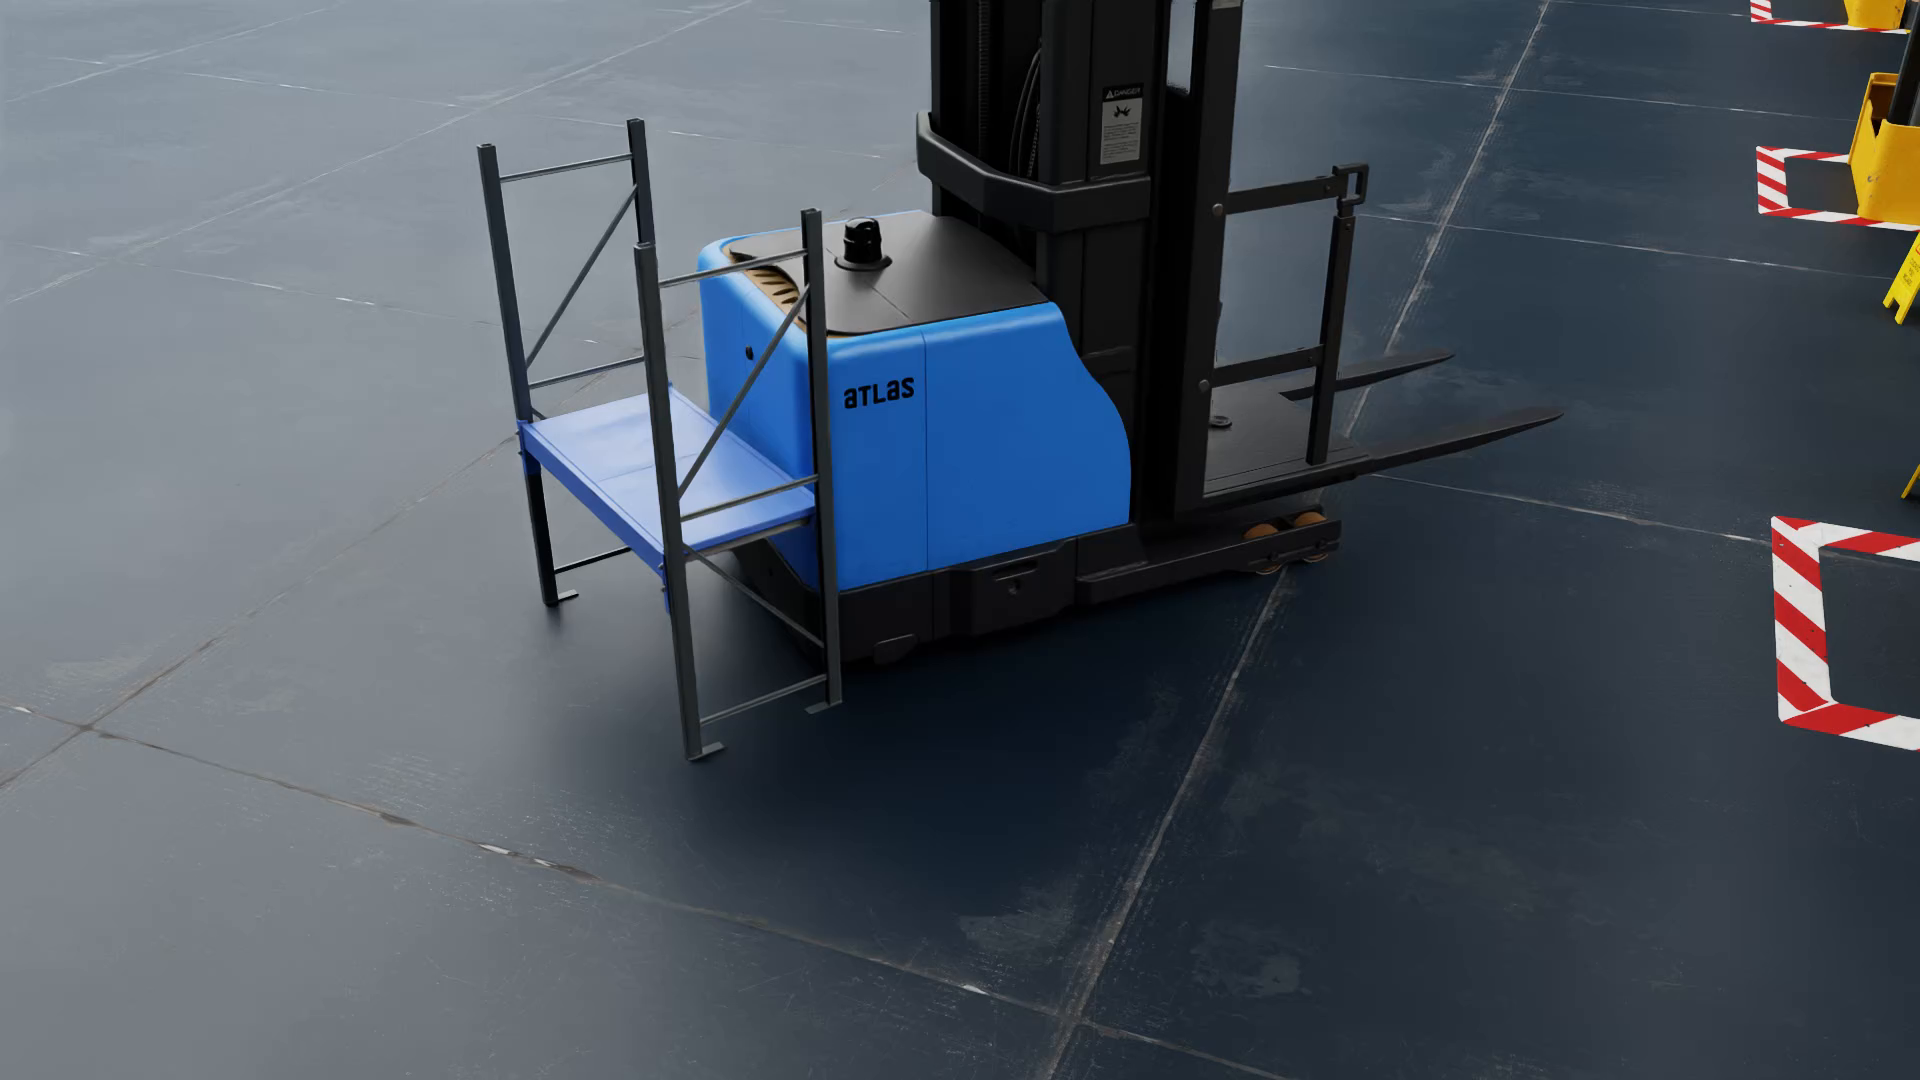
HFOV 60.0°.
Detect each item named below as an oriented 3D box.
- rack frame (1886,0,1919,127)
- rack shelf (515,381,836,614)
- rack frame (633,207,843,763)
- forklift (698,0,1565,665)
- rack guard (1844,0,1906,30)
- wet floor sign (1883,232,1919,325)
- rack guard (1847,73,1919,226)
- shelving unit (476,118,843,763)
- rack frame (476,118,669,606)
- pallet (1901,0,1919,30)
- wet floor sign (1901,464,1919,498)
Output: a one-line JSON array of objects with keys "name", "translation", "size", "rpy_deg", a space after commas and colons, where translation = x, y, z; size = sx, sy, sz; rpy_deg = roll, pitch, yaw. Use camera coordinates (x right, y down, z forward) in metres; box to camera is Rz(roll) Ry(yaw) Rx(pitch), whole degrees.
[{"name": "rack frame", "translation": [5.122, -3.222, 8.401], "size": [0.127, 3.000, 1.000], "rpy_deg": [11, 31, 19]}, {"name": "rack shelf", "translation": [-0.851, -0.156, 4.867], "size": [0.538, 0.185, 1.000], "rpy_deg": [-19, 35, -30]}, {"name": "rack frame", "translation": [-0.560, -0.107, 4.416], "size": [0.500, 1.500, 0.032], "rpy_deg": [-19, 35, -30]}, {"name": "forklift", "translation": [0.720, -1.380, 5.213], "size": [3.031, 2.935, 1.130], "rpy_deg": [-13, 32, -22]}, {"name": "rack guard", "translation": [7.151, -4.362, 12.959], "size": [0.348, 0.500, 1.175], "rpy_deg": [11, 31, 19]}, {"name": "wet floor sign", "translation": [4.351, -1.299, 7.393], "size": [0.232, 0.644, 0.267], "rpy_deg": [6, 30, 11]}, {"name": "rack guard", "translation": [5.100, -2.138, 9.024], "size": [0.348, 0.500, 1.175], "rpy_deg": [11, 31, 19]}, {"name": "shelving unit", "translation": [-0.851, -0.312, 4.779], "size": [0.538, 1.500, 1.048], "rpy_deg": [-19, 35, -30]}, {"name": "rack frame", "translation": [-1.142, -0.518, 5.142], "size": [0.500, 1.500, 0.032], "rpy_deg": [-19, 35, -30]}, {"name": "pallet", "translation": [7.891, -4.070, 12.736], "size": [1.213, 0.211, 1.003], "rpy_deg": [11, 31, 19]}, {"name": "wet floor sign", "translation": [3.581, -0.444, 5.880], "size": [0.232, 0.644, 0.267], "rpy_deg": [24, 37, 36]}]
